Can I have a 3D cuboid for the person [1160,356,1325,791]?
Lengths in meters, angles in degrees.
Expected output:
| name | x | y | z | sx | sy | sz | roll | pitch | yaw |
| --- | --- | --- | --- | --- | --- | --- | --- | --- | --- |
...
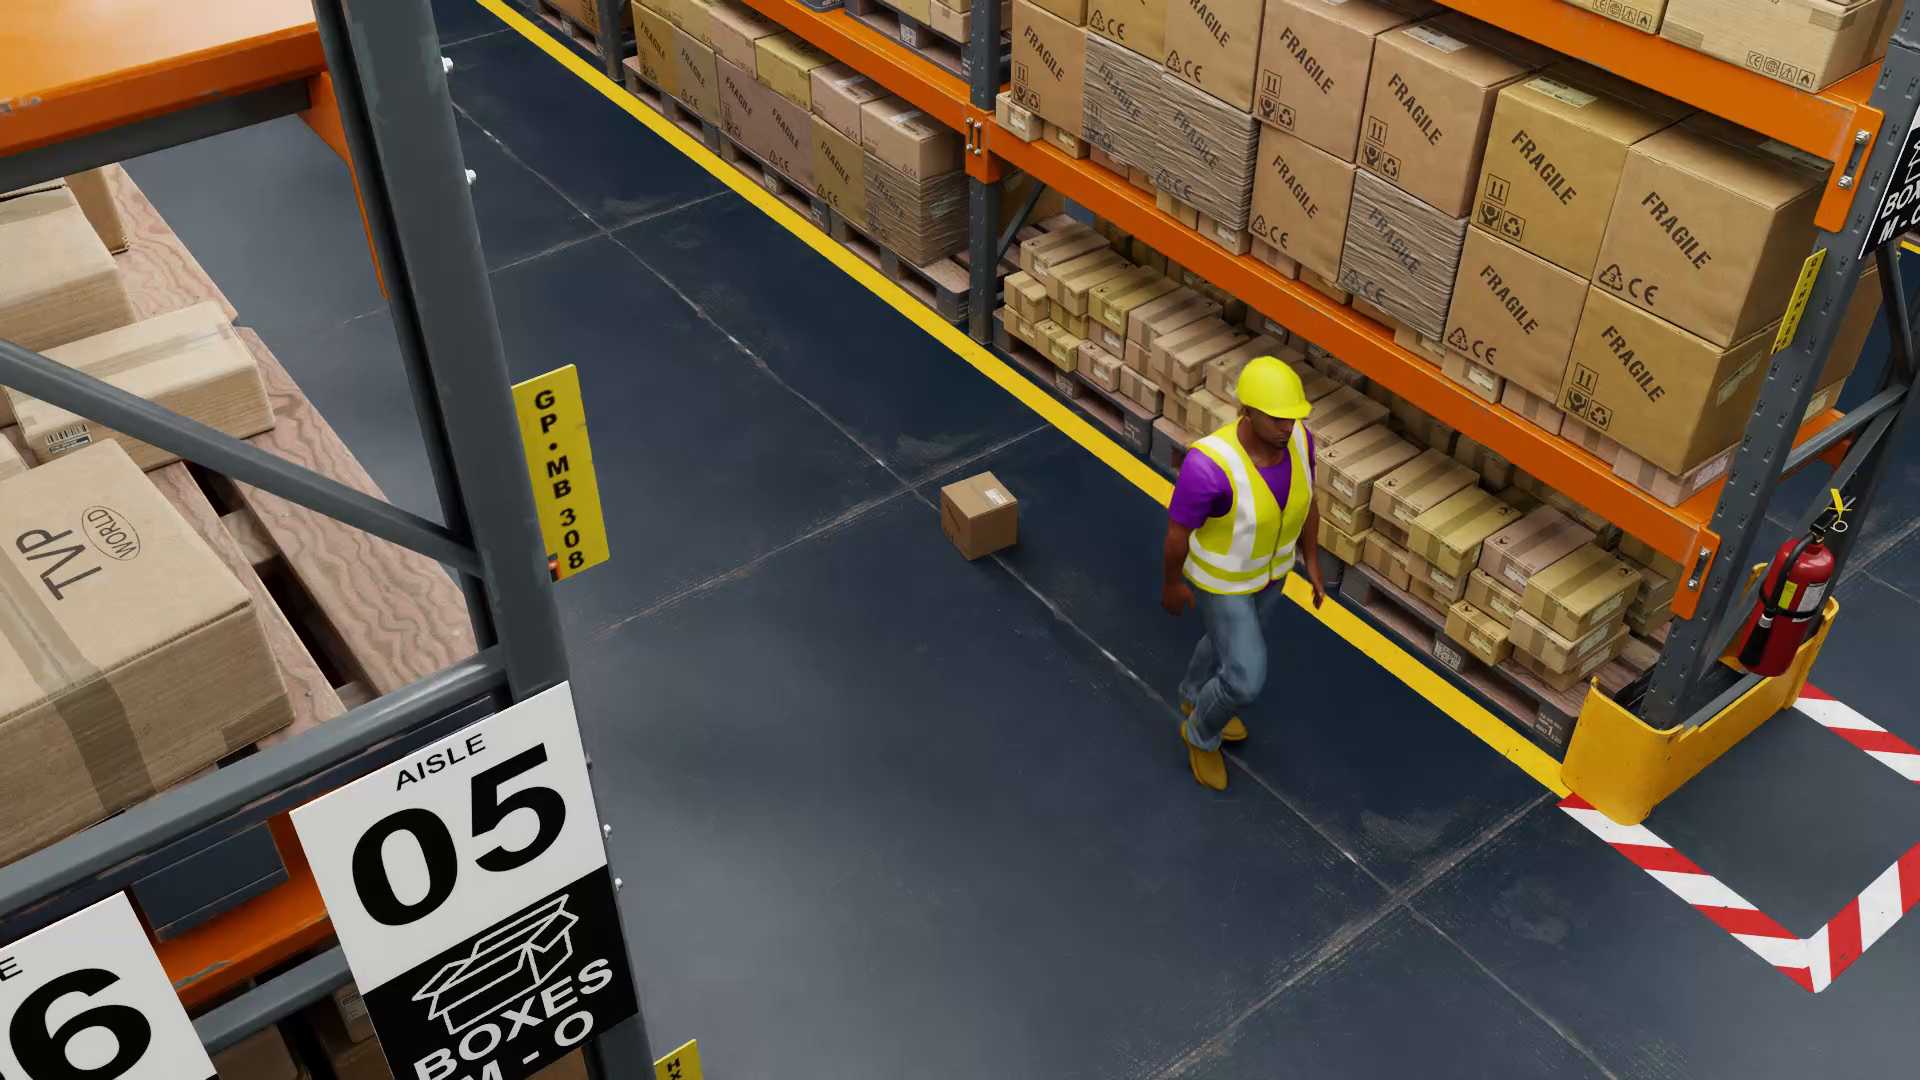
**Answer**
| name | x | y | z | sx | sy | sz | roll | pitch | yaw |
| --- | --- | --- | --- | --- | --- | --- | --- | --- | --- |
| person | 1.023 | 0.137 | 5.976 | 0.581 | 1.814 | 0.509 | -26 | 47 | -28 |
